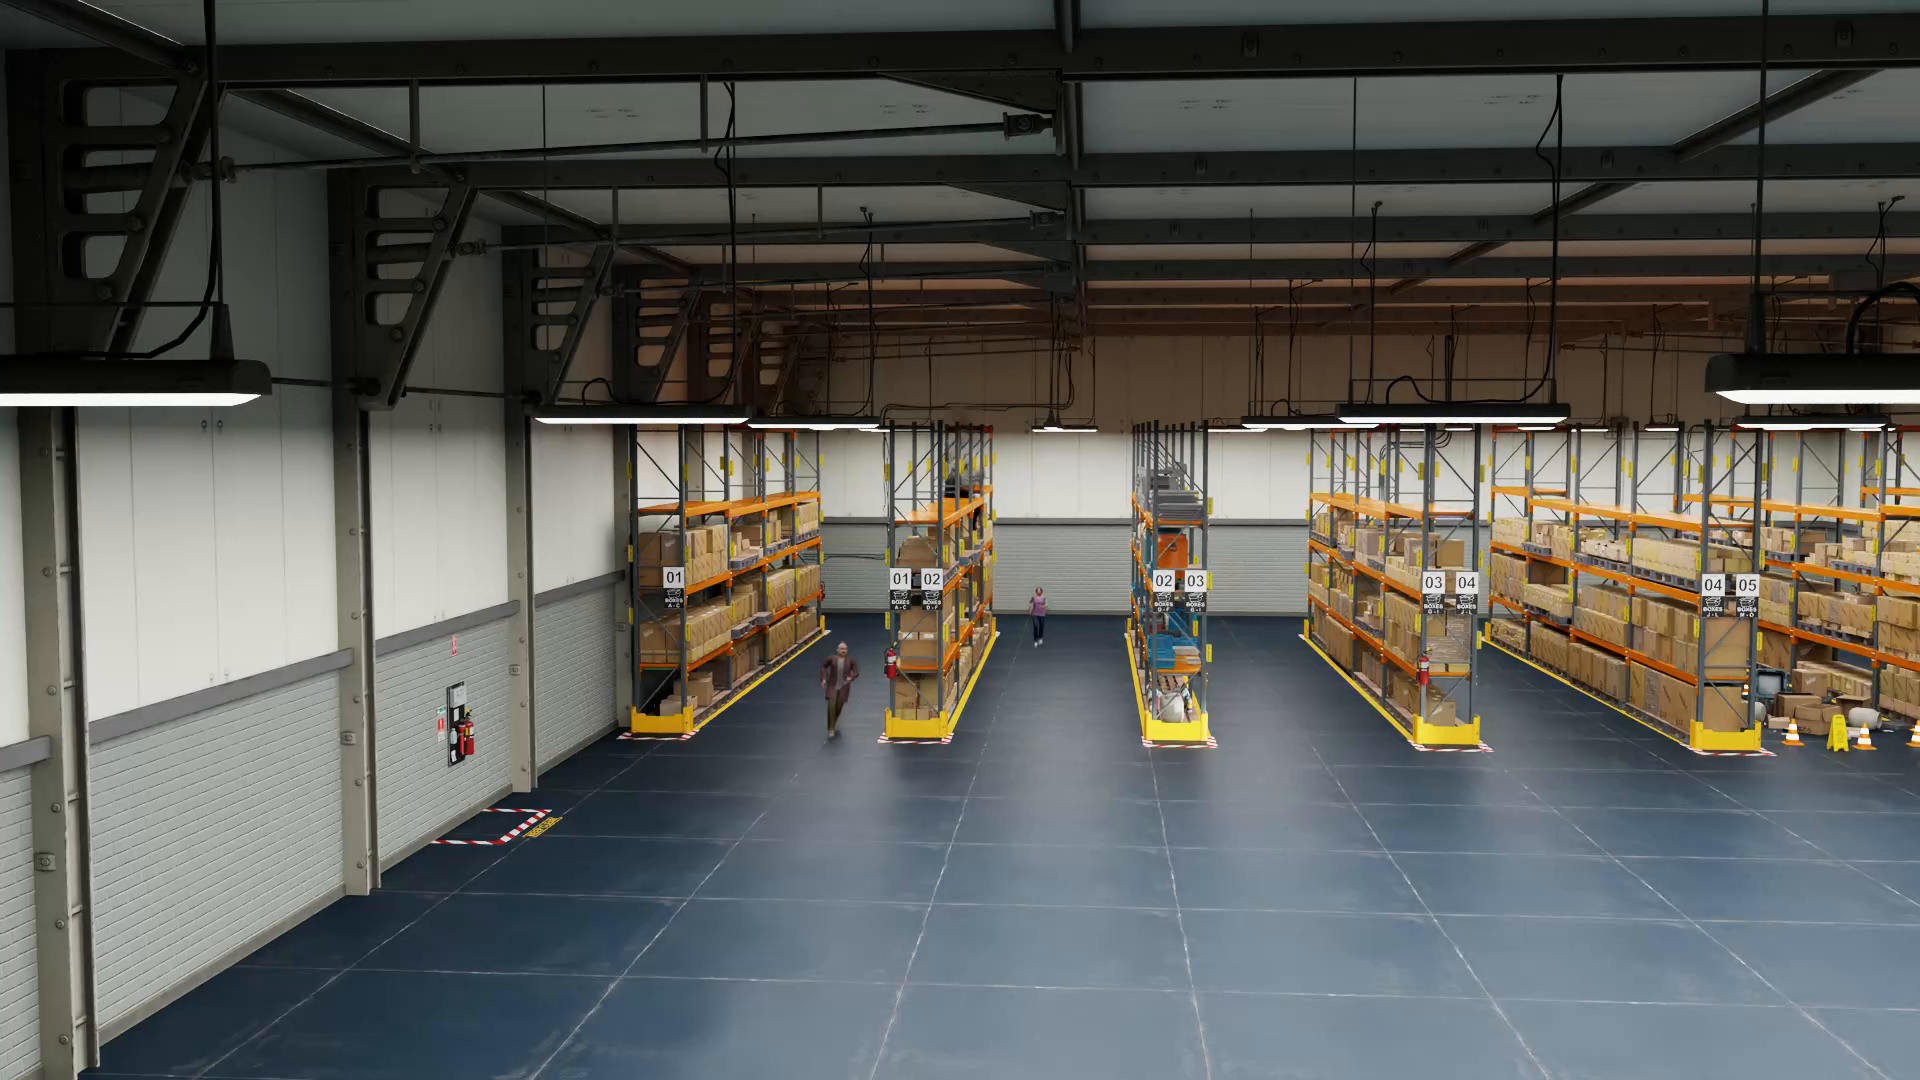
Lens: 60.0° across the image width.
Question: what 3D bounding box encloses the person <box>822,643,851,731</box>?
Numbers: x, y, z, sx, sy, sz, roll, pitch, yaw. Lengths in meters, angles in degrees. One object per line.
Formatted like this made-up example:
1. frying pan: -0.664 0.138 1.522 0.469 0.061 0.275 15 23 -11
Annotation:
1. person: -2.310 2.786 31.841 0.708 1.650 0.755 0 4 -7

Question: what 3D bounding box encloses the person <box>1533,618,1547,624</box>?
1. person: 16.419 1.950 47.071 0.683 1.582 0.552 -2 4 -25

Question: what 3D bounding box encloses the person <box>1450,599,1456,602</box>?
1. person: 13.376 2.036 44.585 0.683 1.764 0.843 1 4 8

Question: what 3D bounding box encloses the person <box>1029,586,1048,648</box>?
1. person: 2.123 2.076 44.971 0.515 1.624 0.743 0 4 1
